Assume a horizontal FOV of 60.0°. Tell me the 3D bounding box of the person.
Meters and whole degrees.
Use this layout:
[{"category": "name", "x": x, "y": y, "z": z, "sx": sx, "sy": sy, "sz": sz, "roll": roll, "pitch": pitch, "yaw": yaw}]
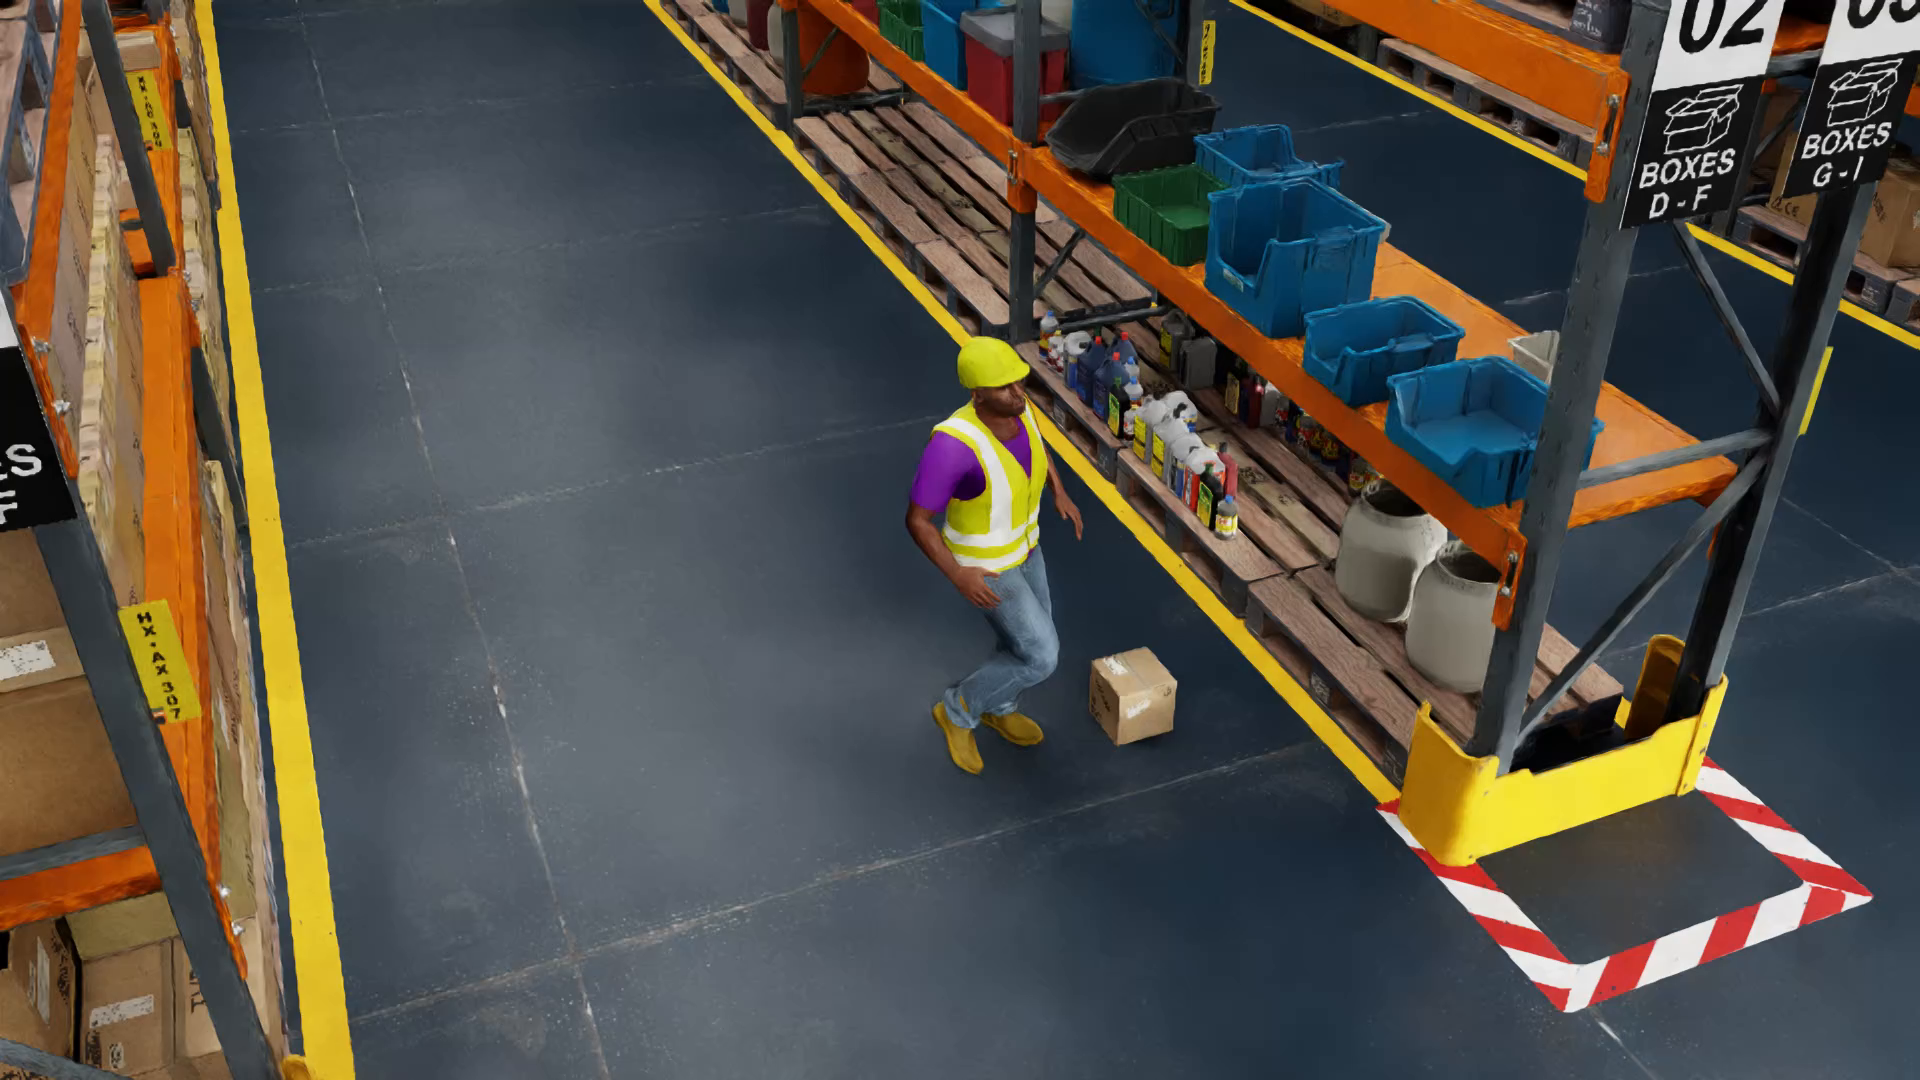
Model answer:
[{"category": "person", "x": 0.173, "y": 0.038, "z": 6.097, "sx": 0.523, "sy": 1.736, "sz": 0.750, "roll": 13, "pitch": 36, "yaw": 20}]
